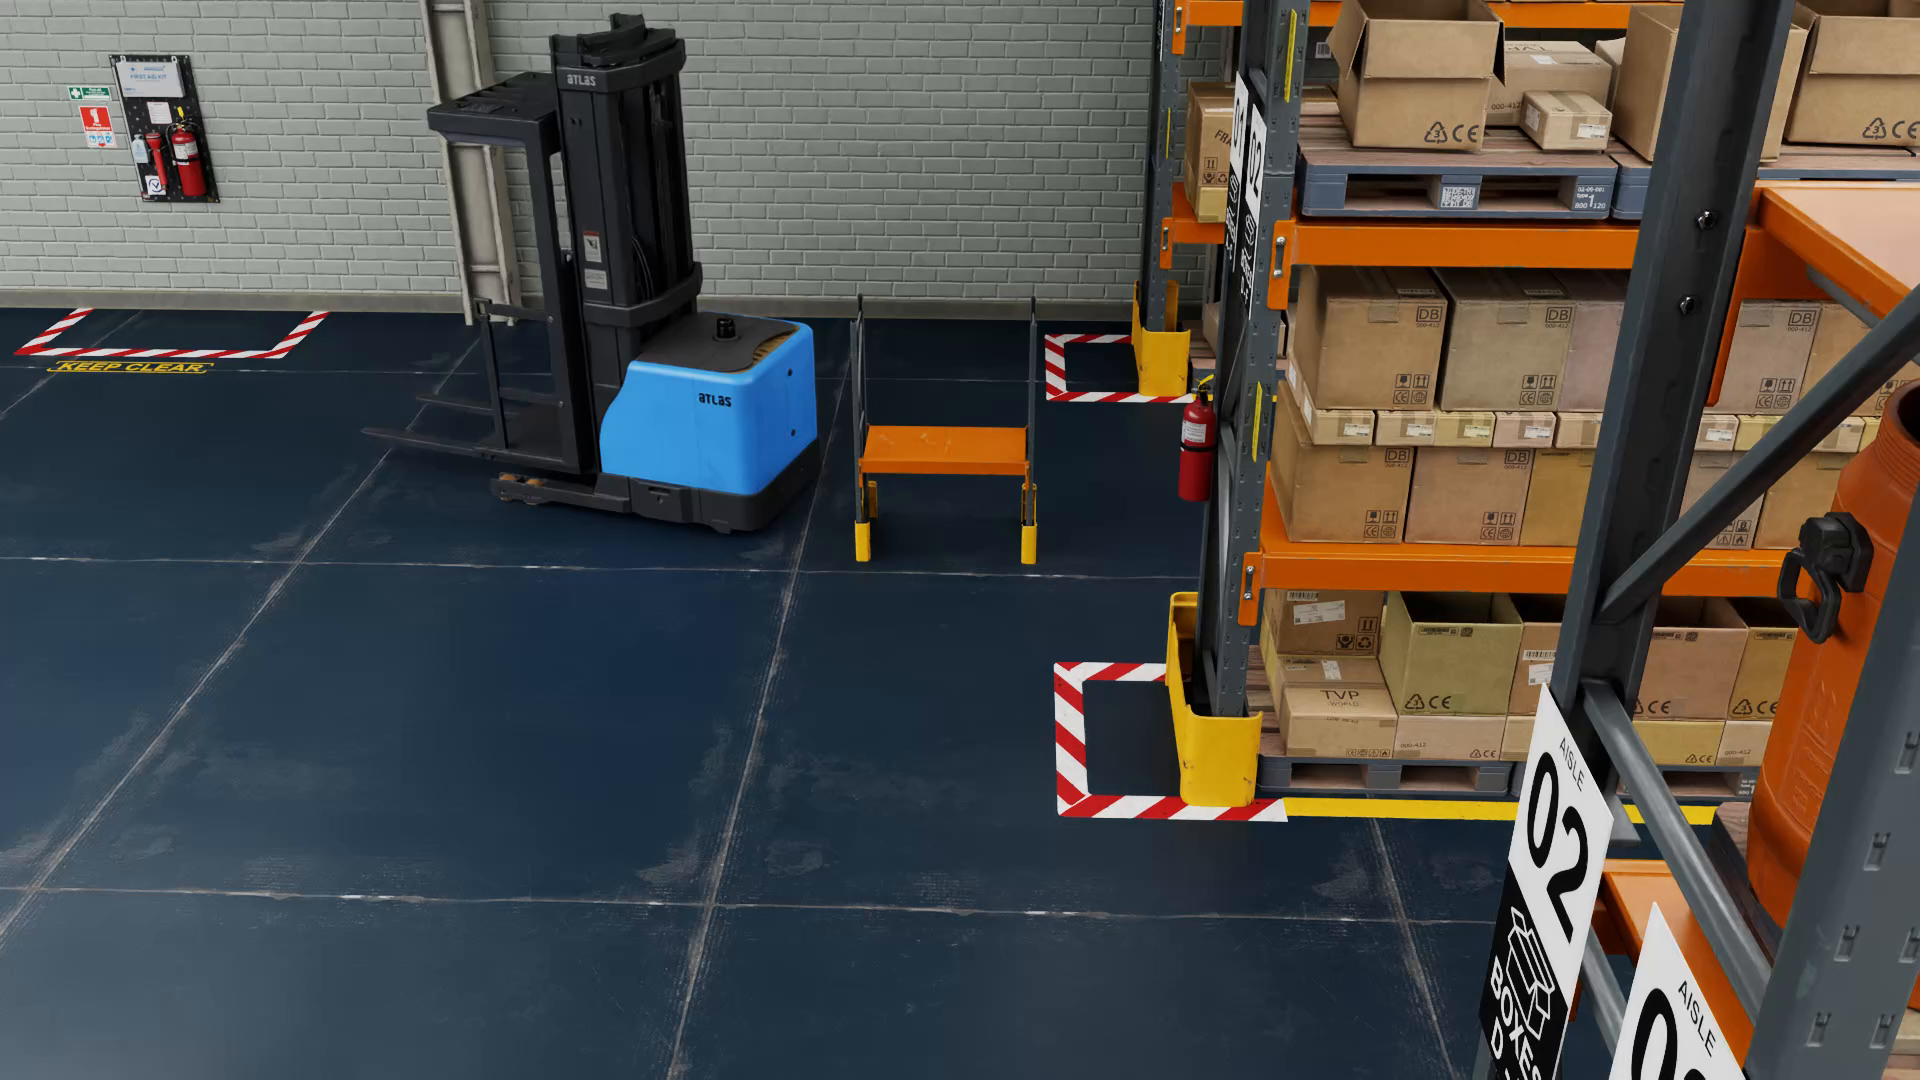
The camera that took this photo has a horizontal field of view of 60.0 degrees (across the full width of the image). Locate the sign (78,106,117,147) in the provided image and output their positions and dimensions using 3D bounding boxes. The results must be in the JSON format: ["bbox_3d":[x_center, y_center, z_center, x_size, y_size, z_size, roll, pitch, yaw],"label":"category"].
[{"bbox_3d":[-6.843,-3.279,13.196,0.234,0.329,0.001,1,28,2],"label":"sign"}]

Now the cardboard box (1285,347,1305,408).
[{"bbox_3d":[1.658,-0.750,7.663,0.250,0.149,0.380,0,28,1],"label":"cardboard box"}]

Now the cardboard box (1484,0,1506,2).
[{"bbox_3d":[3.357,-3.880,11.035,0.500,0.500,0.500,3,28,5],"label":"cardboard box"}]

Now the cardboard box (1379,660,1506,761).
[{"bbox_3d":[2.298,0.813,8.002,0.500,0.250,0.500,1,28,2],"label":"cardboard box"}]

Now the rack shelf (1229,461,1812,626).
[{"bbox_3d":[3.268,0.015,7.788,4.000,0.370,1.077,1,28,2],"label":"rack shelf"}]

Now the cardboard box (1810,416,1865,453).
[{"bbox_3d":[3.719,-0.527,7.242,0.250,0.149,0.380,2,28,3],"label":"cardboard box"}]

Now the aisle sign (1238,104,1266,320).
[{"bbox_3d":[1.193,-1.343,6.804,0.004,0.787,0.394,1,28,2],"label":"aisle sign"}]

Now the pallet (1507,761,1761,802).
[{"bbox_3d":[3.252,0.910,8.307,1.213,0.211,1.003,1,28,2],"label":"pallet"}]

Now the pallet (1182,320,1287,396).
[{"bbox_3d":[2.327,-1.392,12.650,1.213,0.211,1.003,1,28,2],"label":"pallet"}]

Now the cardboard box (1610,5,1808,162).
[{"bbox_3d":[2.920,-1.798,6.531,0.500,0.500,0.500,1,28,2],"label":"cardboard box"}]

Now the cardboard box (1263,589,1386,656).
[{"bbox_3d":[1.816,0.231,8.298,0.500,0.500,0.500,1,28,2],"label":"cardboard box"}]

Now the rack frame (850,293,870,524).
[{"bbox_3d":[-0.593,-0.672,9.917,0.032,1.500,0.500,1,28,2],"label":"rack frame"}]

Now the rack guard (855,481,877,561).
[{"bbox_3d":[-0.574,-0.120,10.209,0.087,0.250,0.587,1,28,2],"label":"rack guard"}]

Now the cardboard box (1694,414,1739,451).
[{"bbox_3d":[3.190,-0.534,7.255,0.250,0.149,0.380,1,28,2],"label":"cardboard box"}]

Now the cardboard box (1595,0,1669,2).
[{"bbox_3d":[4.420,-3.874,11.025,0.500,0.500,0.500,-1,28,-3],"label":"cardboard box"}]

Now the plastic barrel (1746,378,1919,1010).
[{"bbox_3d":[1.581,0.230,2.504,0.708,0.830,0.600,1,28,2],"label":"plastic barrel"}]

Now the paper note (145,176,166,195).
[{"bbox_3d":[-6.468,-2.852,13.368,0.142,0.148,0.016,1,28,2],"label":"paper note"}]

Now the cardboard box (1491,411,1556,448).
[{"bbox_3d":[2.420,-0.547,7.279,0.250,0.149,0.380,1,28,1],"label":"cardboard box"}]

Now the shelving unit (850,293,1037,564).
[{"bbox_3d":[-0.076,-0.664,9.901,1.083,1.500,0.587,1,28,2],"label":"shelving unit"}]

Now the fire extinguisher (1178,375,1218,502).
[{"bbox_3d":[1.168,-0.521,8.114,0.183,0.674,0.296,1,28,2],"label":"fire extinguisher"}]

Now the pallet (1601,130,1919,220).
[{"bbox_3d":[3.198,-1.580,6.919,1.213,0.211,1.003,1,28,2],"label":"pallet"}]

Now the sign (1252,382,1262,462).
[{"bbox_3d":[1.244,-0.494,6.970,0.005,0.325,0.100,1,28,2],"label":"sign"}]

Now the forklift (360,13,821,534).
[{"bbox_3d":[-2.490,-1.739,10.401,3.031,2.935,1.130,9,29,17],"label":"forklift"}]

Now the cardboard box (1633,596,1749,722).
[{"bbox_3d":[3.297,0.501,7.789,0.500,0.500,0.500,1,28,2],"label":"cardboard box"}]

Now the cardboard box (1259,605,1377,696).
[{"bbox_3d":[1.816,0.564,8.471,0.500,0.250,0.500,1,28,2],"label":"cardboard box"}]

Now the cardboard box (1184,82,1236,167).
[{"bbox_3d":[1.919,-3.021,12.084,0.500,0.500,0.500,1,28,1],"label":"cardboard box"}]

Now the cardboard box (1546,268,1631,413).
[{"bbox_3d":[2.818,-0.925,7.300,0.500,0.500,0.700,1,28,2],"label":"cardboard box"}]

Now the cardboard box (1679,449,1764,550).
[{"bbox_3d":[3.283,-0.342,7.587,0.500,0.500,0.700,2,28,3],"label":"cardboard box"}]

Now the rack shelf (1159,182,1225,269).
[{"bbox_3d":[3.440,-2.304,12.162,4.000,0.370,1.077,1,28,2],"label":"rack shelf"}]

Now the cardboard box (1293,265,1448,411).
[{"bbox_3d":[1.789,-0.939,7.327,0.500,0.500,0.700,1,28,2],"label":"cardboard box"}]

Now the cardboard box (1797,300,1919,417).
[{"bbox_3d":[3.818,-0.908,7.269,0.500,0.500,0.700,1,28,2],"label":"cardboard box"}]

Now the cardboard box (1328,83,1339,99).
[{"bbox_3d":[2.939,-3.001,12.047,0.500,0.500,0.500,0,28,0],"label":"cardboard box"}]

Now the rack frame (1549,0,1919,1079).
[{"bbox_3d":[1.091,-0.668,1.903,0.127,3.000,1.000,1,28,2],"label":"rack frame"}]

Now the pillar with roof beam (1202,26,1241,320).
[{"bbox_3d":[2.019,-3.684,7.591,0.400,9.000,9.100,1,28,2],"label":"pillar with roof beam"}]

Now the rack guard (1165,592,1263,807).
[{"bbox_3d":[1.246,0.768,8.268,0.348,0.500,1.175,1,28,2],"label":"rack guard"}]

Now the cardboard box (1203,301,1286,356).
[{"bbox_3d":[2.129,-1.608,12.481,0.500,0.311,0.500,-2,28,-4],"label":"cardboard box"}]

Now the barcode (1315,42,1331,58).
[{"bbox_3d":[1.588,-2.139,7.260,0.075,0.075,0.001,1,28,2],"label":"barcode"}]

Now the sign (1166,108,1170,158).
[{"bbox_3d":[1.422,-2.783,11.374,0.005,0.325,0.100,1,28,2],"label":"sign"}]

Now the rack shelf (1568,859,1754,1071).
[{"bbox_3d":[3.090,1.008,2.712,4.000,0.370,1.077,1,28,2],"label":"rack shelf"}]

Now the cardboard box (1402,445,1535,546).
[{"bbox_3d":[2.261,-0.360,7.620,0.500,0.500,0.700,2,28,3],"label":"cardboard box"}]

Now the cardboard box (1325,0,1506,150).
[{"bbox_3d":[1.844,-1.943,6.802,0.637,0.503,0.797,3,28,5],"label":"cardboard box"}]

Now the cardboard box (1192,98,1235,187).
[{"bbox_3d":[1.907,-2.780,11.630,0.500,0.500,0.500,1,28,2],"label":"cardboard box"}]

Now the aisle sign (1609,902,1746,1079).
[{"bbox_3d":[1.009,0.970,2.443,0.004,0.787,0.394,1,28,2],"label":"aisle sign"}]

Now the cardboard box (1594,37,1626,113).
[{"bbox_3d":[2.986,-1.965,7.048,0.500,0.311,0.500,4,28,8],"label":"cardboard box"}]

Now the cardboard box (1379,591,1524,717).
[{"bbox_3d":[2.298,0.482,7.825,0.500,0.500,0.500,1,28,2],"label":"cardboard box"}]

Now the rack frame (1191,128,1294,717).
[{"bbox_3d":[1.270,-0.336,7.682,0.127,3.000,1.000,1,28,2],"label":"rack frame"}]

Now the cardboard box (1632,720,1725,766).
[{"bbox_3d":[3.297,0.832,7.966,0.500,0.250,0.500,1,28,2],"label":"cardboard box"}]

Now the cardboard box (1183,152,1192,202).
[{"bbox_3d":[1.915,-2.681,12.243,0.500,0.250,0.500,1,28,3],"label":"cardboard box"}]

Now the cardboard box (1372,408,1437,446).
[{"bbox_3d":[1.918,-0.557,7.298,0.250,0.149,0.380,0,28,0],"label":"cardboard box"}]
